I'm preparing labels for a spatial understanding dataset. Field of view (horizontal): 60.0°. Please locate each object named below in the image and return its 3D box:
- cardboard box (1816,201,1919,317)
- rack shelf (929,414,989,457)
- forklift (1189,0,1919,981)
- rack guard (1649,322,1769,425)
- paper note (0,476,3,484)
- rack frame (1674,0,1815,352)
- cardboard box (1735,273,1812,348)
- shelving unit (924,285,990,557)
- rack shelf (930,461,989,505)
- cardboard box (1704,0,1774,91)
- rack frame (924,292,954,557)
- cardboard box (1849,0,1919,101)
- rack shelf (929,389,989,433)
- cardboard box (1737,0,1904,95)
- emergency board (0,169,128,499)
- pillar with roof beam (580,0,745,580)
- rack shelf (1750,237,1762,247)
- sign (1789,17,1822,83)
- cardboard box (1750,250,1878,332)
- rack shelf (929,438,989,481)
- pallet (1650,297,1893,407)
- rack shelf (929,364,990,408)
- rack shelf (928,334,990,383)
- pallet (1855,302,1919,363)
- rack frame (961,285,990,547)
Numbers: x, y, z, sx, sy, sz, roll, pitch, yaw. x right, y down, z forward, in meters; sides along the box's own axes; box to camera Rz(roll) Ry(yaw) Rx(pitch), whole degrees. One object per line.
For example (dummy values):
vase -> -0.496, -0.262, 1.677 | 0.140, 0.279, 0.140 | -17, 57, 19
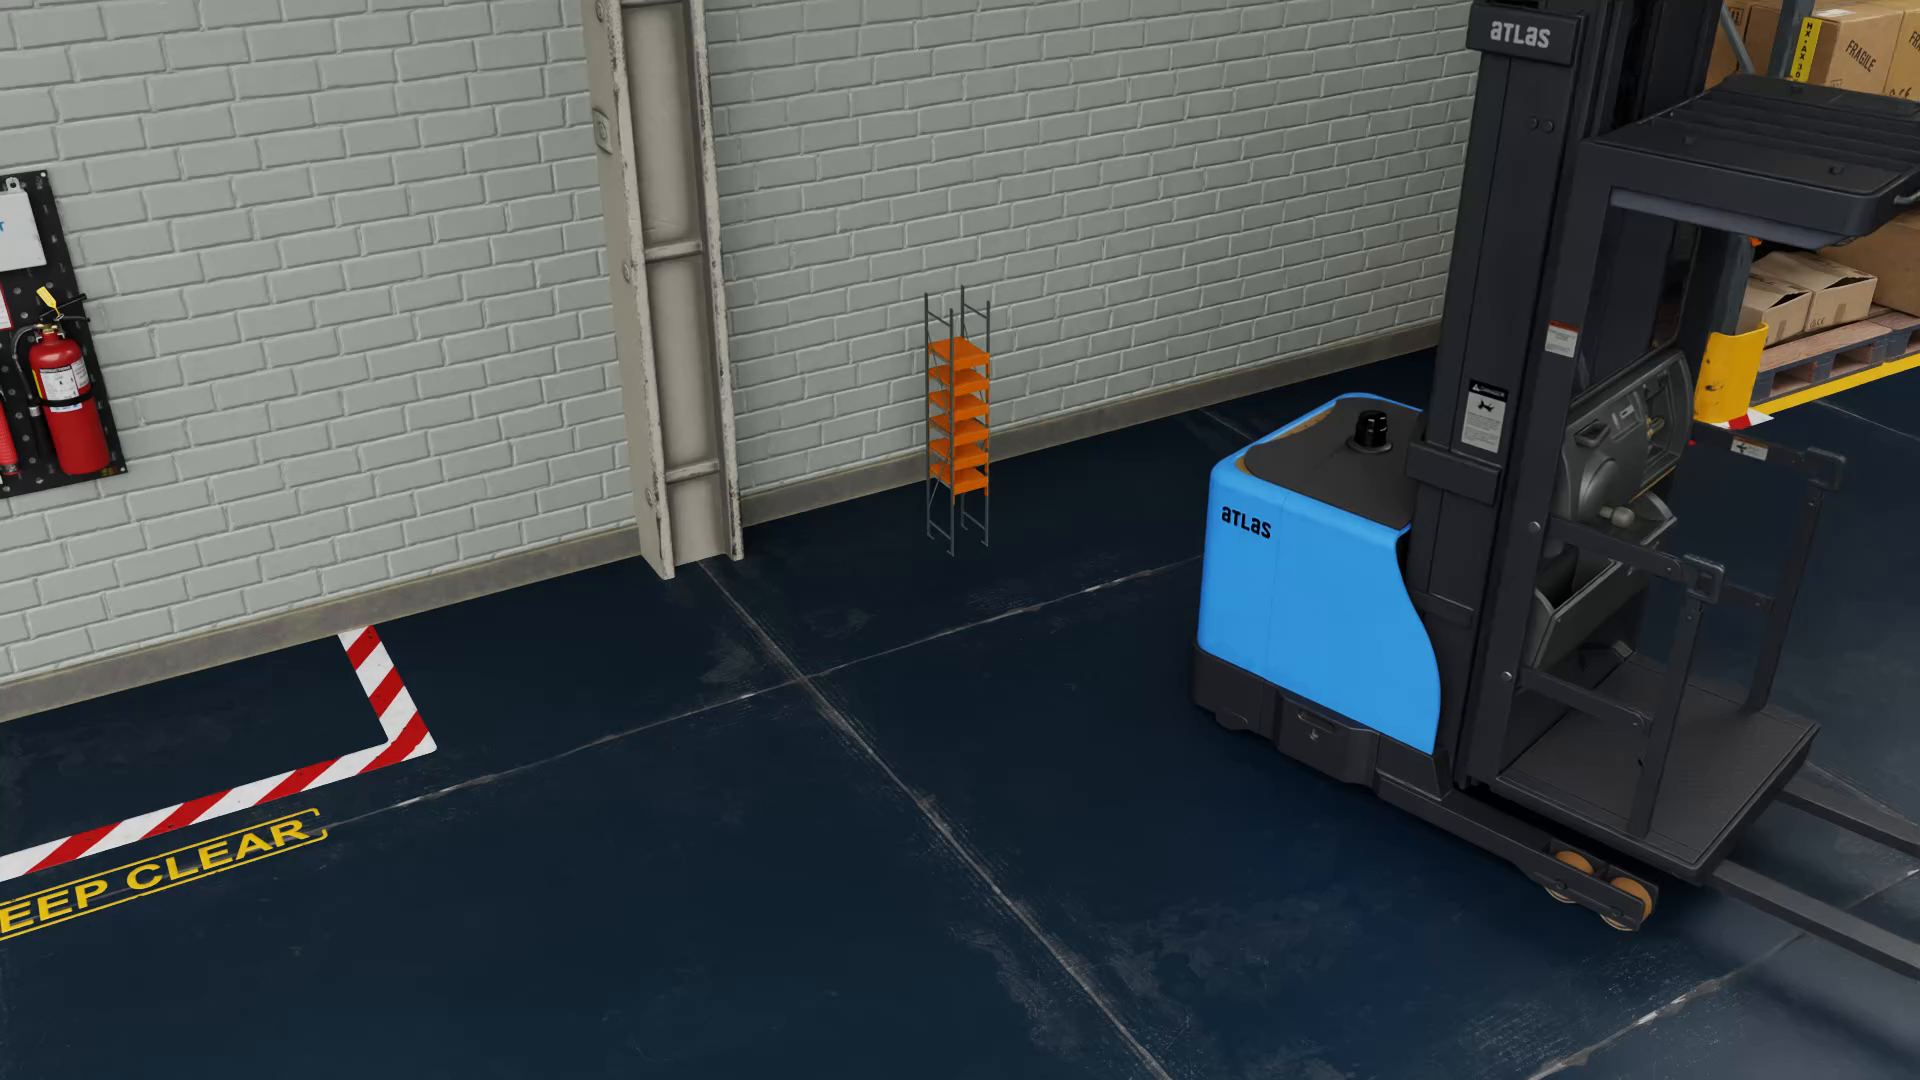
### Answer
cardboard box -> 5.568, -1.712, 9.880 | 0.500, 0.500, 0.700 | -18, 34, -29
rack shelf -> -0.012, -0.483, 7.475 | 0.180, 0.103, 0.258 | -16, 33, -26
forklift -> 2.311, -0.294, 5.250 | 3.031, 2.935, 1.130 | 25, 37, 37
rack guard -> 3.842, -1.108, 9.241 | 0.348, 0.500, 1.175 | -16, 33, -26
paper note -> -3.568, -0.258, 6.024 | 0.142, 0.148, 0.016 | -16, 33, -26
rack frame -> 3.777, -2.184, 8.603 | 0.127, 3.000, 1.000 | -16, 33, -26
cardboard box -> 4.419, -1.331, 9.385 | 0.500, 0.311, 0.500 | -20, 35, -32
shelving unit -> -0.012, -0.522, 7.454 | 0.189, 1.200, 0.258 | -16, 33, -26
rack shelf -> -0.012, -0.273, 7.591 | 0.180, 0.103, 0.258 | -16, 33, -26
cardboard box -> 4.076, -2.659, 8.823 | 0.500, 0.500, 0.500 | -16, 33, -27
rack frame -> -0.091, -0.499, 7.413 | 0.006, 1.200, 0.240 | -16, 33, -26
cardboard box -> 4.772, -2.564, 8.650 | 0.500, 0.500, 0.500 | -16, 33, -26
rack shelf -> -0.012, -0.588, 7.417 | 0.180, 0.103, 0.258 | -16, 33, -26
cardboard box -> 4.341, -2.447, 8.438 | 0.500, 0.500, 0.500 | -16, 33, -26
emergency board -> -3.381, -0.658, 5.838 | 0.643, 1.169, 0.194 | -16, 33, -26
pillar with roof beam -> 0.950, -2.080, 2.206 | 0.400, 9.000, 9.100 | -16, 33, -26
rack shelf -> 5.501, -2.359, 9.664 | 4.000, 0.370, 1.077 | -16, 33, -26
sign -> 4.052, -2.337, 7.984 | 0.005, 0.325, 0.100 | -16, 33, -26
cardboard box -> 4.910, -1.471, 9.638 | 0.500, 0.311, 0.500 | -13, 31, -22
rack shelf -> -0.012, -0.378, 7.533 | 0.180, 0.103, 0.258 | -16, 33, -26
pallet -> 4.561, -1.166, 9.644 | 1.213, 0.211, 1.003 | -16, 33, -26
rack shelf -> -0.012, -0.693, 7.359 | 0.180, 0.103, 0.258 | -16, 33, -26
rack shelf -> -0.012, -0.798, 7.301 | 0.180, 0.103, 0.258 | -16, 33, -26
pallet -> 5.611, -1.463, 10.182 | 1.213, 0.211, 1.003 | -16, 33, -26
rack frame -> 0.066, -0.544, 7.494 | 0.006, 1.200, 0.240 | -16, 33, -26
